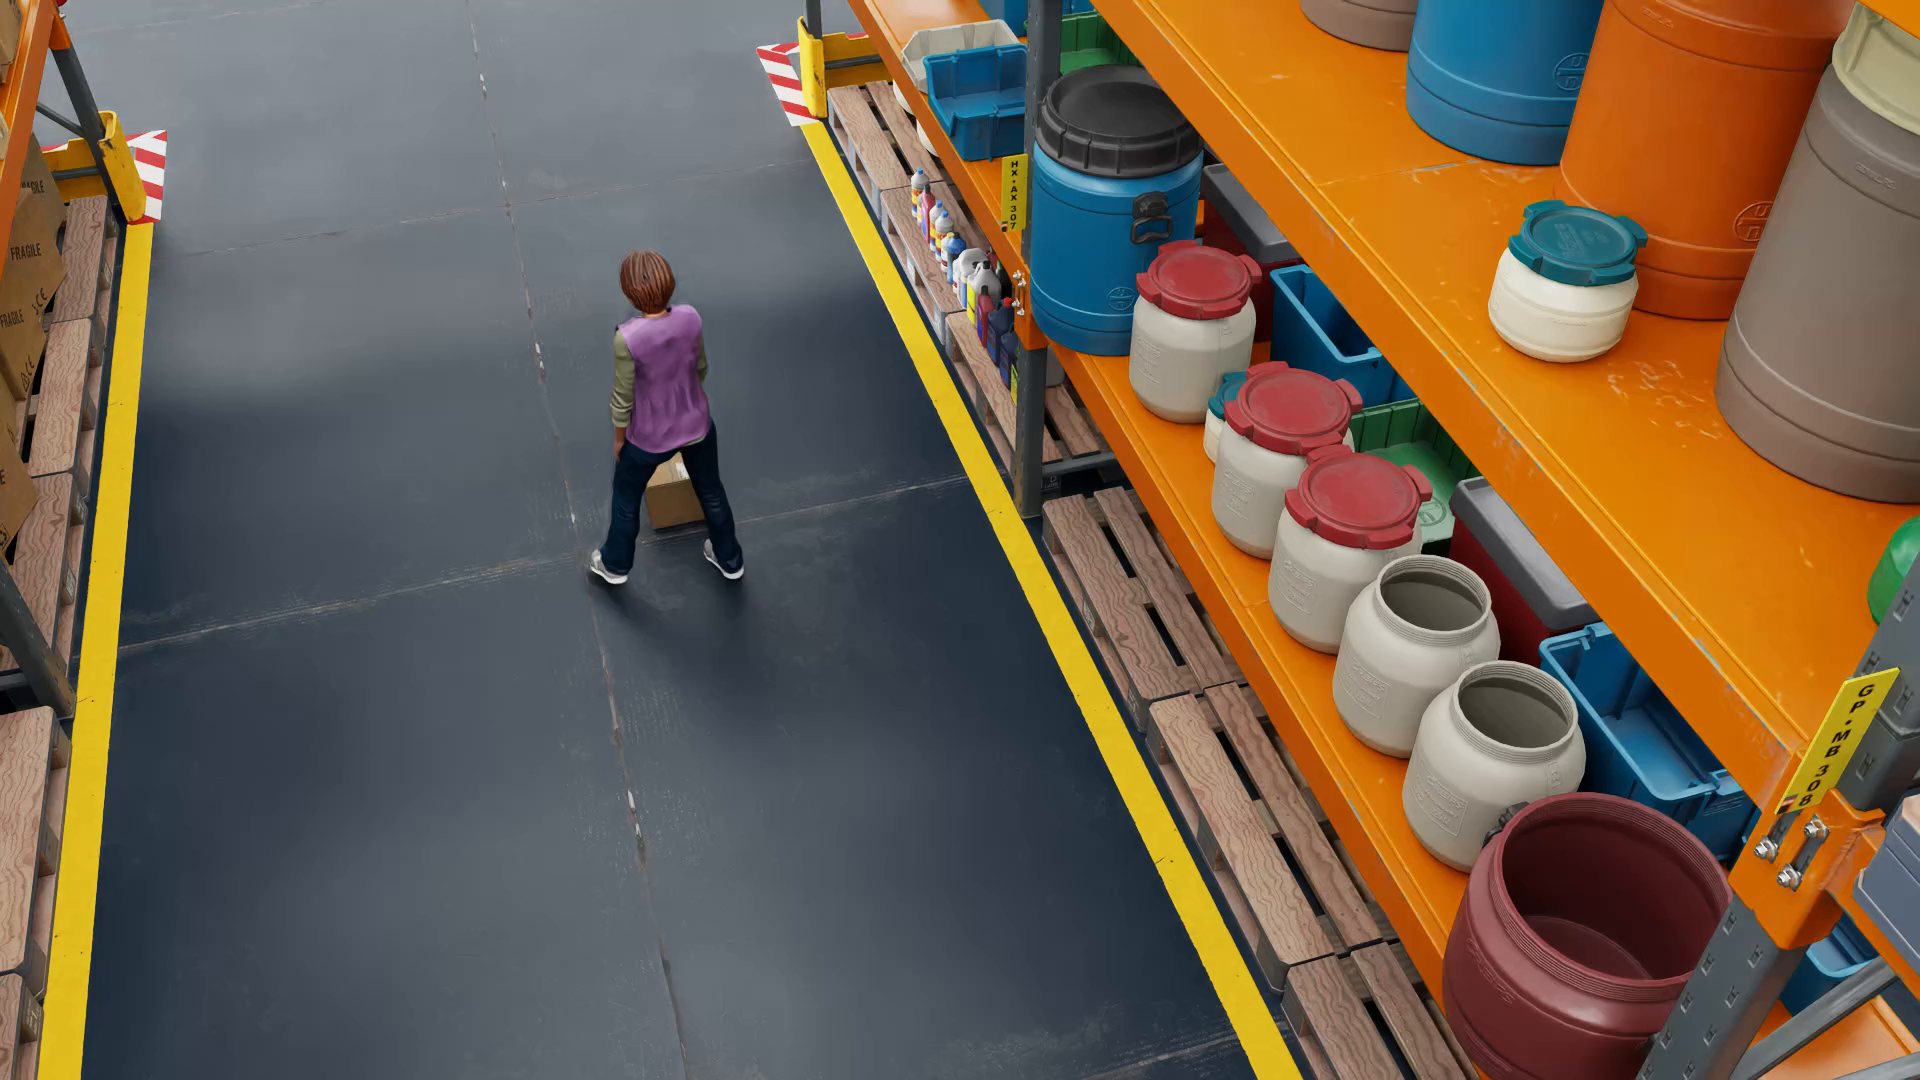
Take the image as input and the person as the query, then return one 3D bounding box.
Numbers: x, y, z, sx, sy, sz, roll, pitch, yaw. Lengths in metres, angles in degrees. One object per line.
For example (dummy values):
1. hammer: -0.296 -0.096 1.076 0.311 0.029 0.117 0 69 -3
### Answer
1. person: -1.259 -0.448 6.638 0.565 1.588 0.502 -24 48 -23
